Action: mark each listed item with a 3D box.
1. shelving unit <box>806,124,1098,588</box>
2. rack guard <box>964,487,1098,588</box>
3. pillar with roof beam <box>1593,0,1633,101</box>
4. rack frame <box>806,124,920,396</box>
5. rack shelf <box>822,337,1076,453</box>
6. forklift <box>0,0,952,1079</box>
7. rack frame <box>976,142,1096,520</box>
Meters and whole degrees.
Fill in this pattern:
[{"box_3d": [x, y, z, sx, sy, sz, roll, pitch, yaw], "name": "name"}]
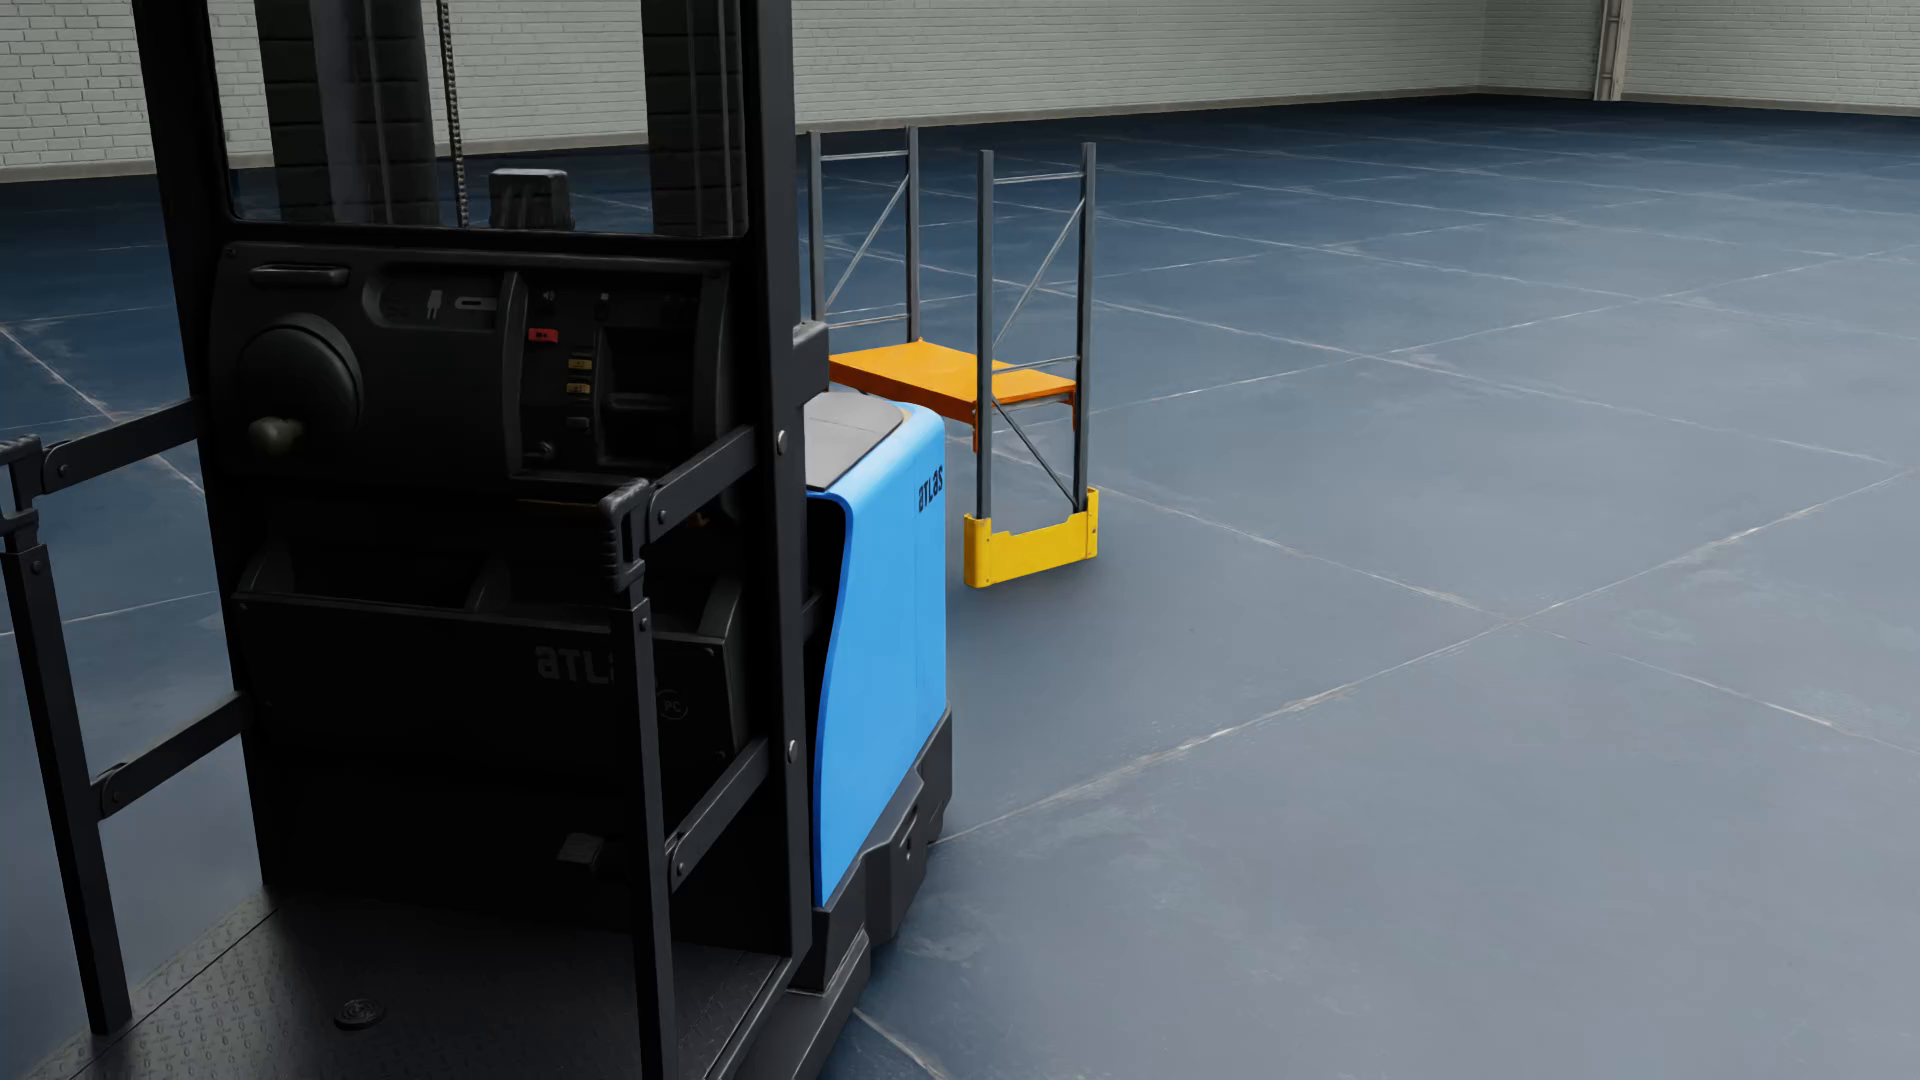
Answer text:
[{"box_3d": [-0.047, -0.731, 6.183, 0.587, 1.500, 1.083, -14, 23, -36], "name": "shelving unit"}, {"box_3d": [0.262, -0.015, 6.009, 0.587, 0.250, 0.087, -14, 23, -36], "name": "rack guard"}, {"box_3d": [8.903, -11.772, 27.597, 9.100, 9.000, 0.400, -14, 23, -36], "name": "pillar with roof beam"}, {"box_3d": [-0.369, -0.858, 6.569, 0.500, 1.500, 0.032, -14, 23, -36], "name": "rack frame"}, {"box_3d": [-0.053, -0.562, 6.247, 0.538, 0.185, 1.000, -14, 23, -36], "name": "rack shelf"}, {"box_3d": [-0.871, -0.284, 2.556, 1.130, 2.935, 3.031, 4, 19, 13], "name": "forklift"}, {"box_3d": [0.263, -0.608, 5.812, 0.500, 1.500, 0.032, -14, 23, -36], "name": "rack frame"}]
